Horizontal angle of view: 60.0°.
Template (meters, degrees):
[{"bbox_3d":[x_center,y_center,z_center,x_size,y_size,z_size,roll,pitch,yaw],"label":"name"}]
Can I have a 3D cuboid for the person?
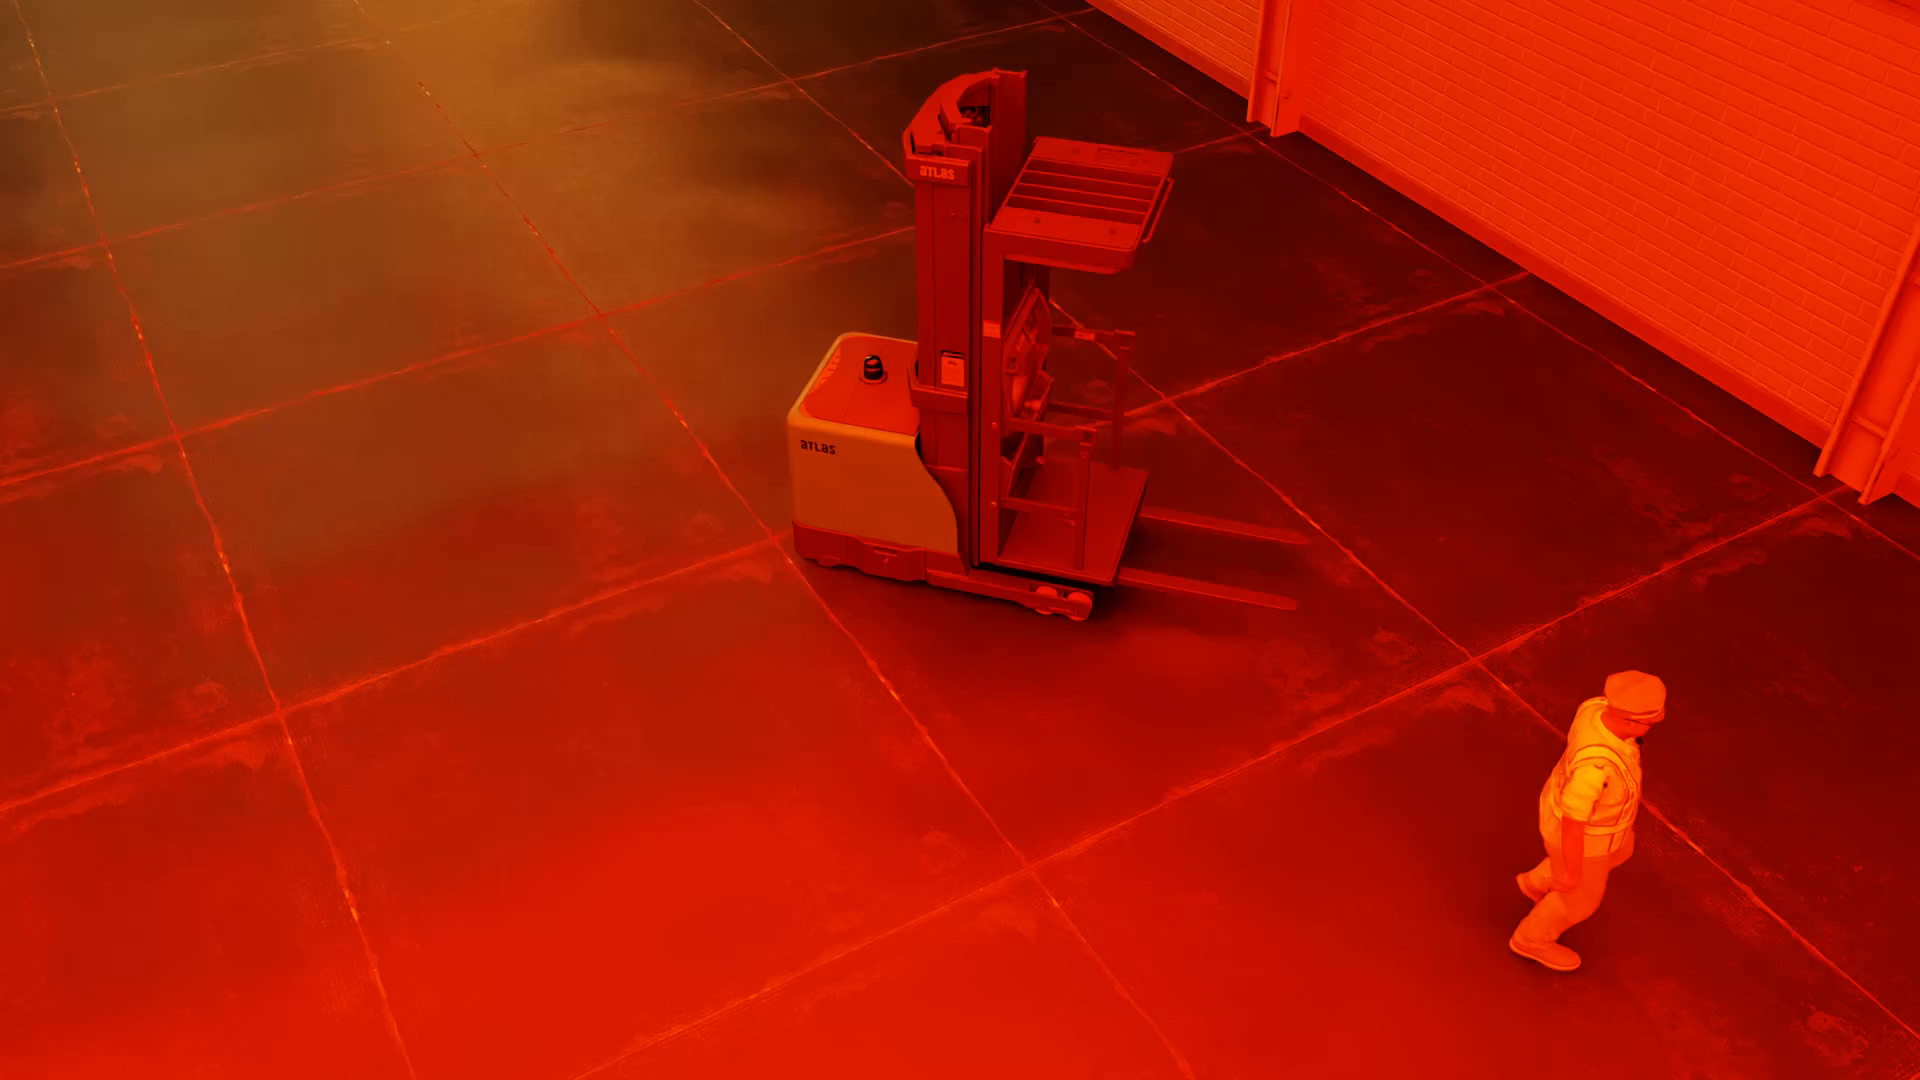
[{"bbox_3d":[2.844,1.267,7.449,0.485,1.734,0.682,11,41,12],"label":"person"}]

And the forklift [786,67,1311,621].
[{"bbox_3d":[0.563,-1.035,9.285,3.031,2.935,1.130,11,41,13],"label":"forklift"}]
